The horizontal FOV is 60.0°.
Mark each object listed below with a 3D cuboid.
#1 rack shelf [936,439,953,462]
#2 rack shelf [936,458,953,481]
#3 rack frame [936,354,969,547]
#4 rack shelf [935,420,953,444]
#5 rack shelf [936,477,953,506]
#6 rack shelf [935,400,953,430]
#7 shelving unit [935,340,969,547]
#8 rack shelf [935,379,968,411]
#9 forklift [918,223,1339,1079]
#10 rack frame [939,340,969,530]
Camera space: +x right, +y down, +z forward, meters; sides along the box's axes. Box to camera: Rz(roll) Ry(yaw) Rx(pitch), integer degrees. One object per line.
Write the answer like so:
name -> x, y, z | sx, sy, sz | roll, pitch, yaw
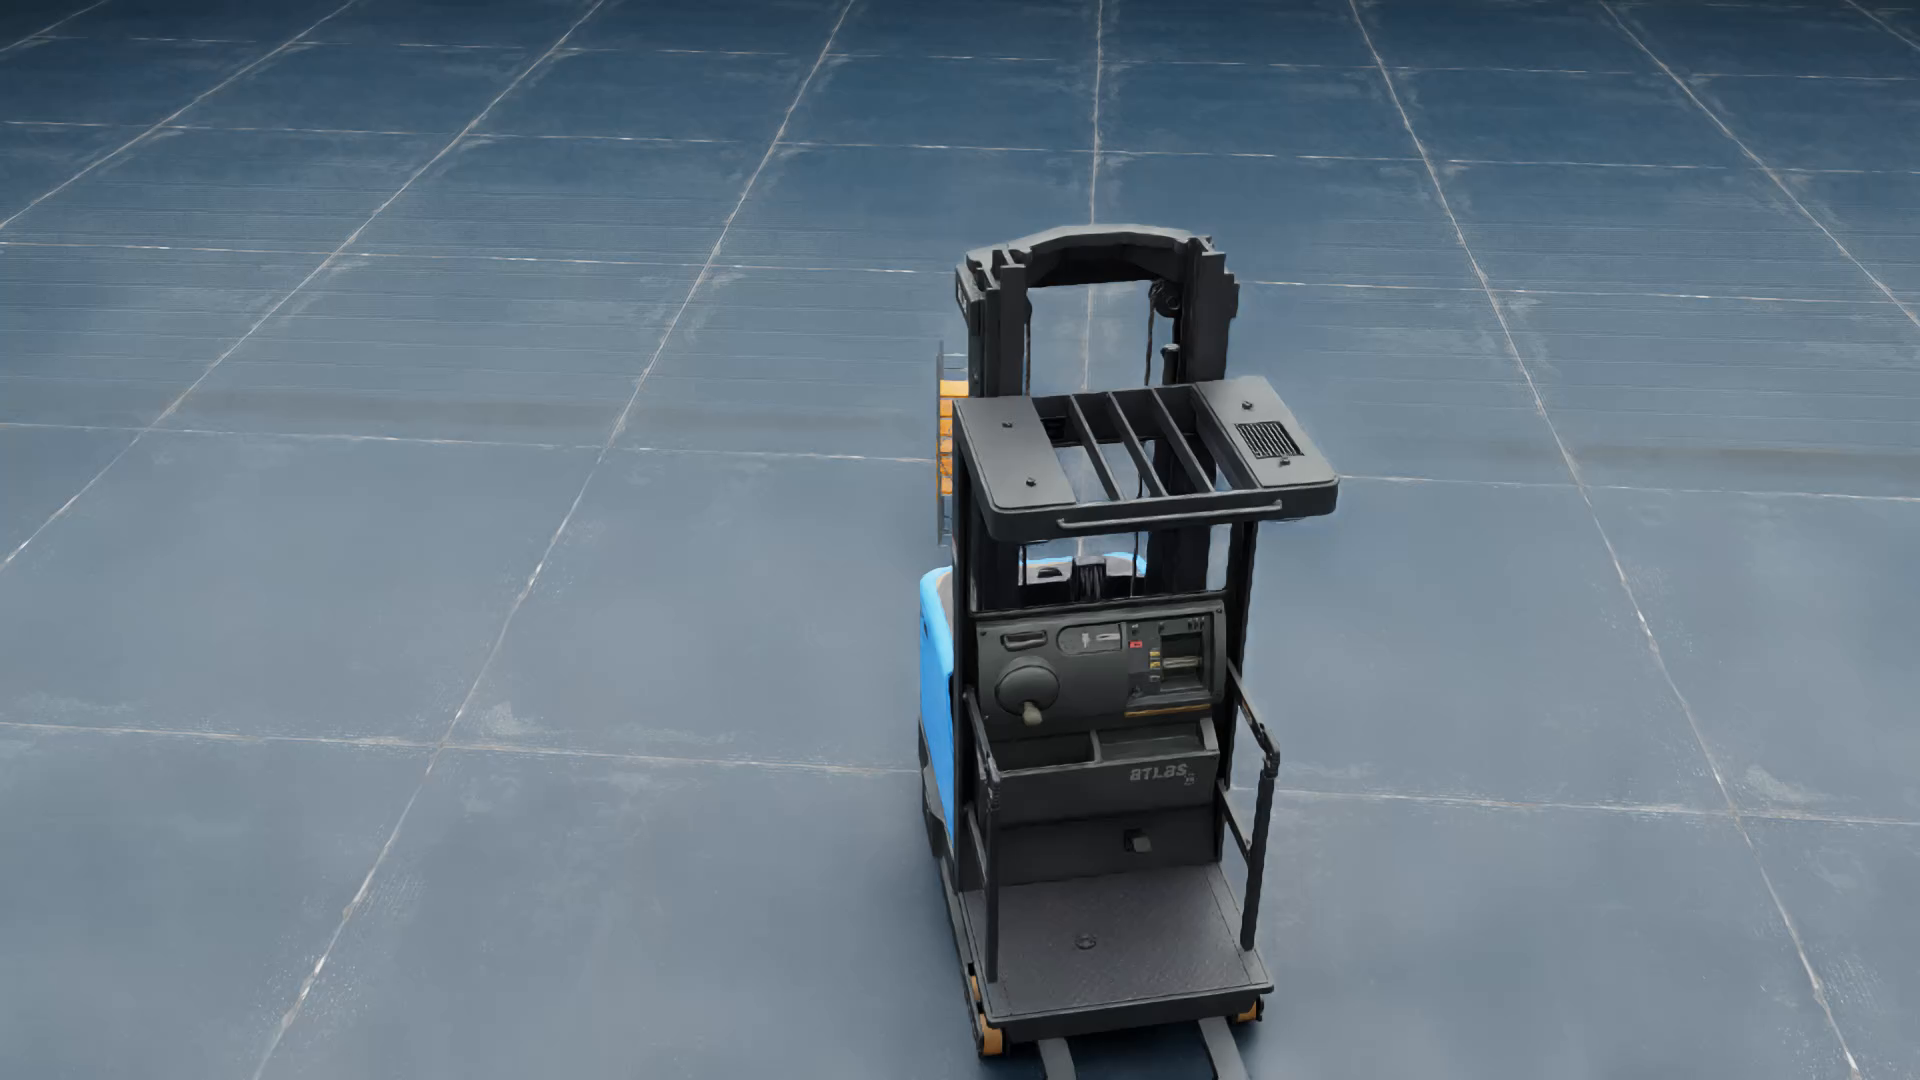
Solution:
rack shelf -> 0.001, -0.481, 9.251 | 0.258, 0.103, 0.180 | 2, 32, 4
rack shelf -> 0.001, -0.378, 9.314 | 0.258, 0.103, 0.180 | 2, 32, 4
rack frame -> -0.006, -0.471, 9.150 | 0.240, 1.200, 0.006 | 2, 32, 4
rack shelf -> 0.001, -0.583, 9.188 | 0.258, 0.103, 0.180 | 2, 32, 4
rack shelf -> 0.001, -0.276, 9.377 | 0.258, 0.103, 0.180 | 2, 32, 4
rack shelf -> 0.001, -0.685, 9.125 | 0.258, 0.103, 0.180 | 2, 32, 4
shelving unit -> 0.001, -0.518, 9.228 | 0.258, 1.200, 0.189 | 2, 32, 4
rack shelf -> 0.001, -0.787, 9.062 | 0.258, 0.103, 0.180 | 2, 32, 4
forklift -> 0.559, 0.510, 5.909 | 1.130, 2.935, 3.031 | -5, 32, -8
rack frame -> 0.009, -0.566, 9.305 | 0.240, 1.200, 0.006 | 2, 32, 4
